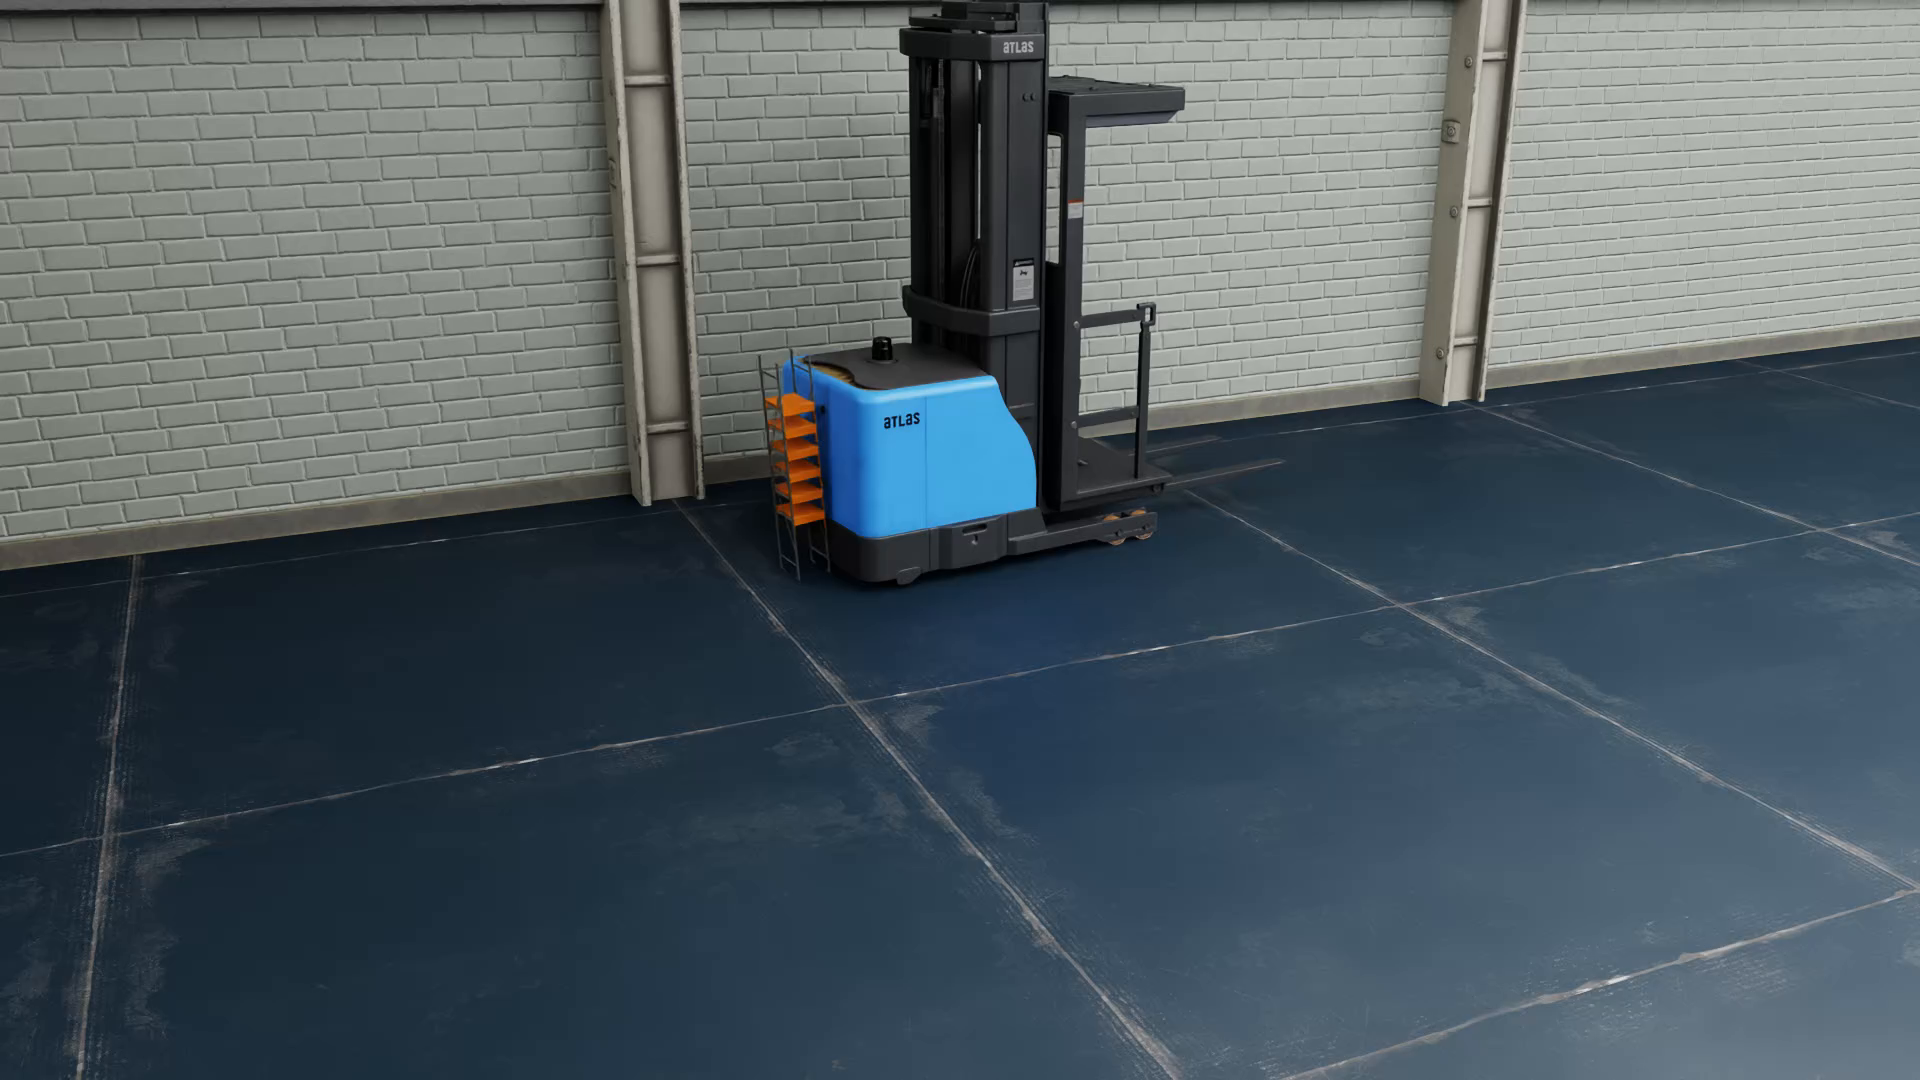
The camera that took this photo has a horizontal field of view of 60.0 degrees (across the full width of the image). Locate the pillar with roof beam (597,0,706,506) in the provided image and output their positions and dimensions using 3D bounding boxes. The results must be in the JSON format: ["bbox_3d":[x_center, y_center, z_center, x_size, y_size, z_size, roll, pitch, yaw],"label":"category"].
[{"bbox_3d":[-0.103,-3.209,5.088,0.400,9.000,9.100,-8,21,-22],"label":"pillar with roof beam"}]

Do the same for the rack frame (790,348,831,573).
[{"bbox_3d":[-0.796,-0.414,8.857,0.006,1.200,0.240,-15,24,-27],"label":"rack frame"}]

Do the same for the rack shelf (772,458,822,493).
[{"bbox_3d":[-0.872,-0.352,8.831,0.180,0.103,0.258,-15,24,-27],"label":"rack shelf"}]

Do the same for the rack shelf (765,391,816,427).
[{"bbox_3d":[-0.894,-0.686,8.700,0.180,0.103,0.258,-15,24,-27],"label":"rack shelf"}]

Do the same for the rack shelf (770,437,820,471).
[{"bbox_3d":[-0.879,-0.463,8.788,0.180,0.103,0.258,-15,24,-27],"label":"rack shelf"}]

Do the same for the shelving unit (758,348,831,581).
[{"bbox_3d":[-0.875,-0.393,8.815,0.189,1.200,0.258,-15,24,-27],"label":"shelving unit"}]

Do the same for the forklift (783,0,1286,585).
[{"bbox_3d":[0.538,-1.491,9.343,3.031,2.935,1.130,-11,22,-29],"label":"forklift"}]

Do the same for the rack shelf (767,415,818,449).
[{"bbox_3d":[-0.886,-0.575,8.744,0.180,0.103,0.258,-15,24,-27],"label":"rack shelf"}]

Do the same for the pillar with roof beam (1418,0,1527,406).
[{"bbox_3d":[5.406,-3.999,7.329,0.400,9.000,9.100,-8,21,-22],"label":"pillar with roof beam"}]

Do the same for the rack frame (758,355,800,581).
[{"bbox_3d":[-0.953,-0.372,8.774,0.006,1.200,0.240,-15,24,-27],"label":"rack frame"}]

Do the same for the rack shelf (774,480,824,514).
[{"bbox_3d":[-0.865,-0.240,8.875,0.180,0.103,0.258,-15,24,-27],"label":"rack shelf"}]

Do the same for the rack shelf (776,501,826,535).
[{"bbox_3d":[-0.858,-0.129,8.919,0.180,0.103,0.258,-15,24,-27],"label":"rack shelf"}]
